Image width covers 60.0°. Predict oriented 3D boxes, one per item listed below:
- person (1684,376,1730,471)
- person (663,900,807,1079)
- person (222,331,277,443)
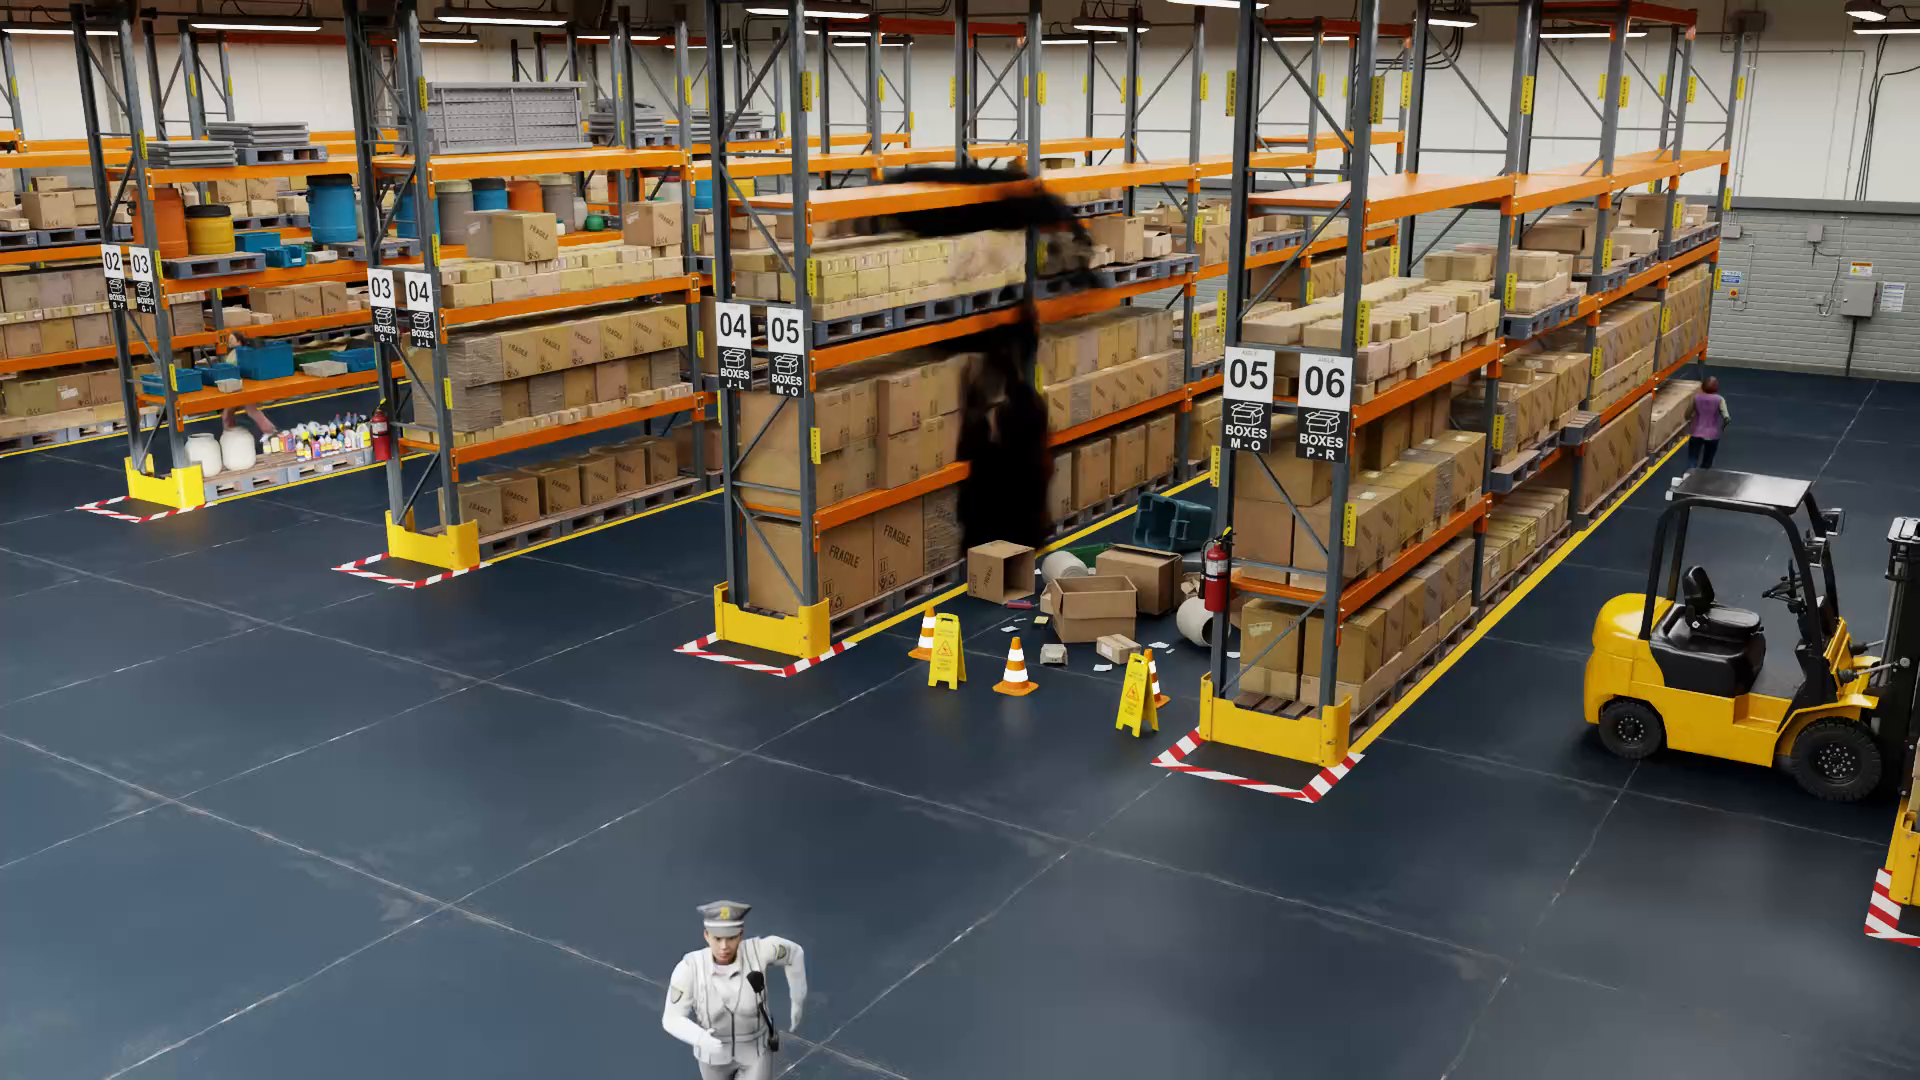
[{"bbox_3d":[9.383,-1.285,20.951,0.547,1.545,0.755,9,18,28],"label":"person"},{"bbox_3d":[-1.016,2.361,7.611,0.639,1.693,0.803,-1,16,-5],"label":"person"},{"bbox_3d":[-10.245,-2.143,23.702,0.564,1.682,0.907,9,18,30],"label":"person"}]
